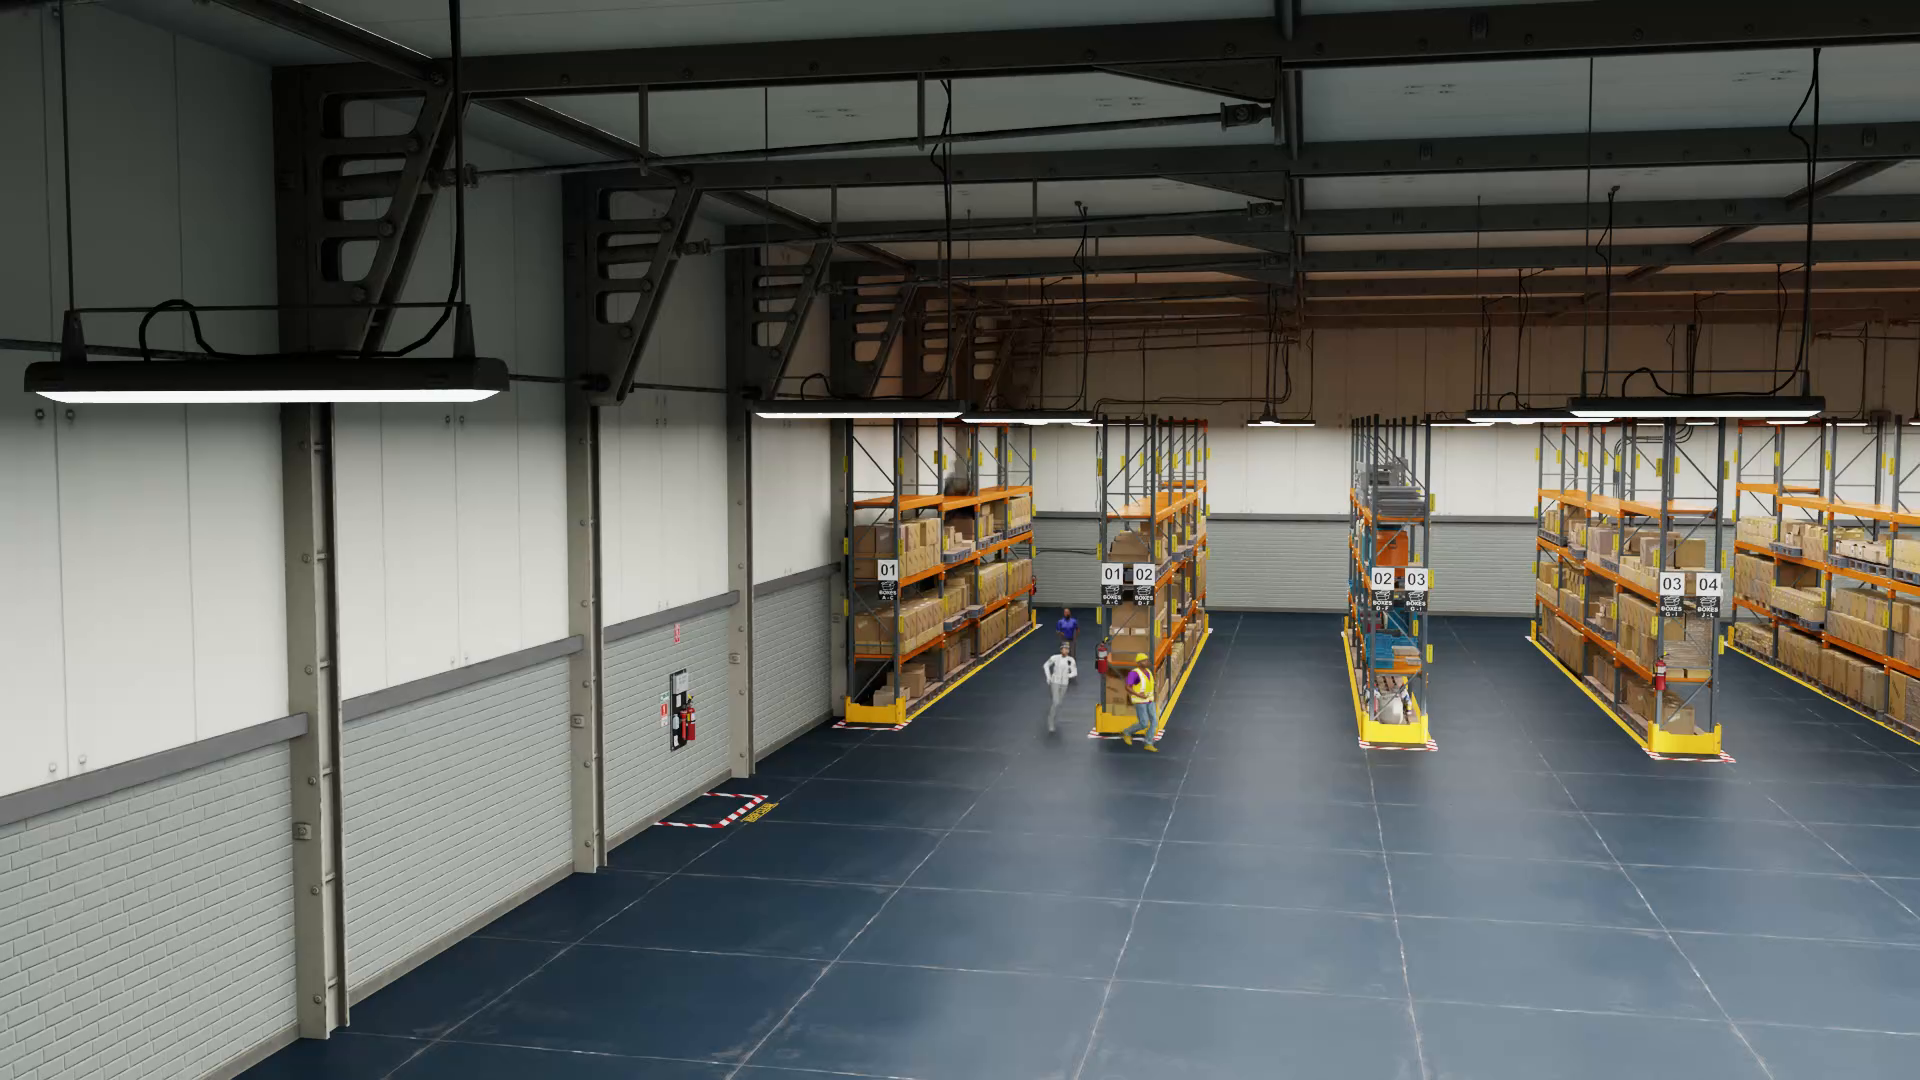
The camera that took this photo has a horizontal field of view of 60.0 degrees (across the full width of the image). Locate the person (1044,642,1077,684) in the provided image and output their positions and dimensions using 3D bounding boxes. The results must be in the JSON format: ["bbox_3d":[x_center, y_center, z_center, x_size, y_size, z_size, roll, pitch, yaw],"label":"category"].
[{"bbox_3d":[1.945,2.336,31.673,0.578,0.812,0.563,-1,4,-14],"label":"person"}]

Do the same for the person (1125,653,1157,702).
[{"bbox_3d":[3.280,2.463,29.555,0.436,0.895,0.720,4,5,44],"label":"person"}]
